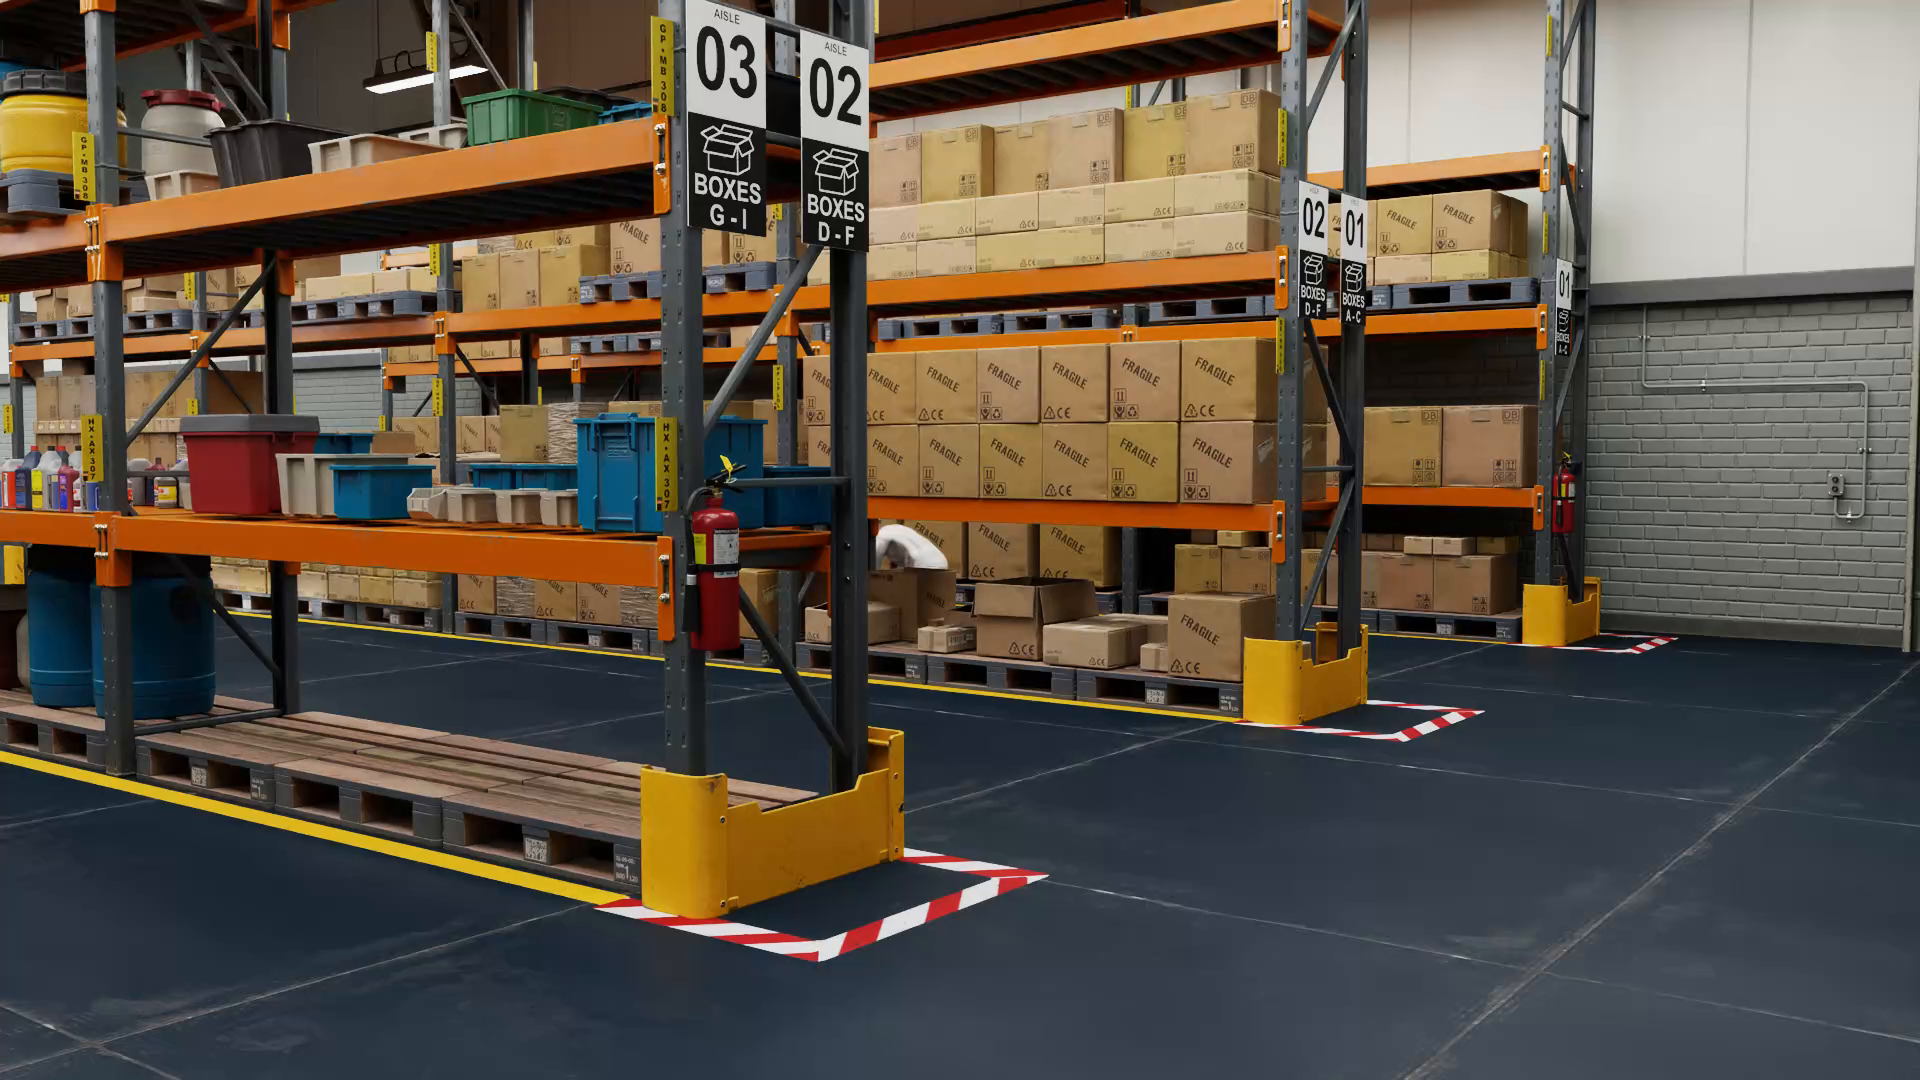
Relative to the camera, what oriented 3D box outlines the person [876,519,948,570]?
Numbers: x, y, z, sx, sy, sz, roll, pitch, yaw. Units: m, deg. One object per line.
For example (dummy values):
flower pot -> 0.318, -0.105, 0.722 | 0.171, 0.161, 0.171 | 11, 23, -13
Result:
person -> -0.572, 0.280, 15.544 | 0.909, 1.010, 0.537 | 2, 4, 35
